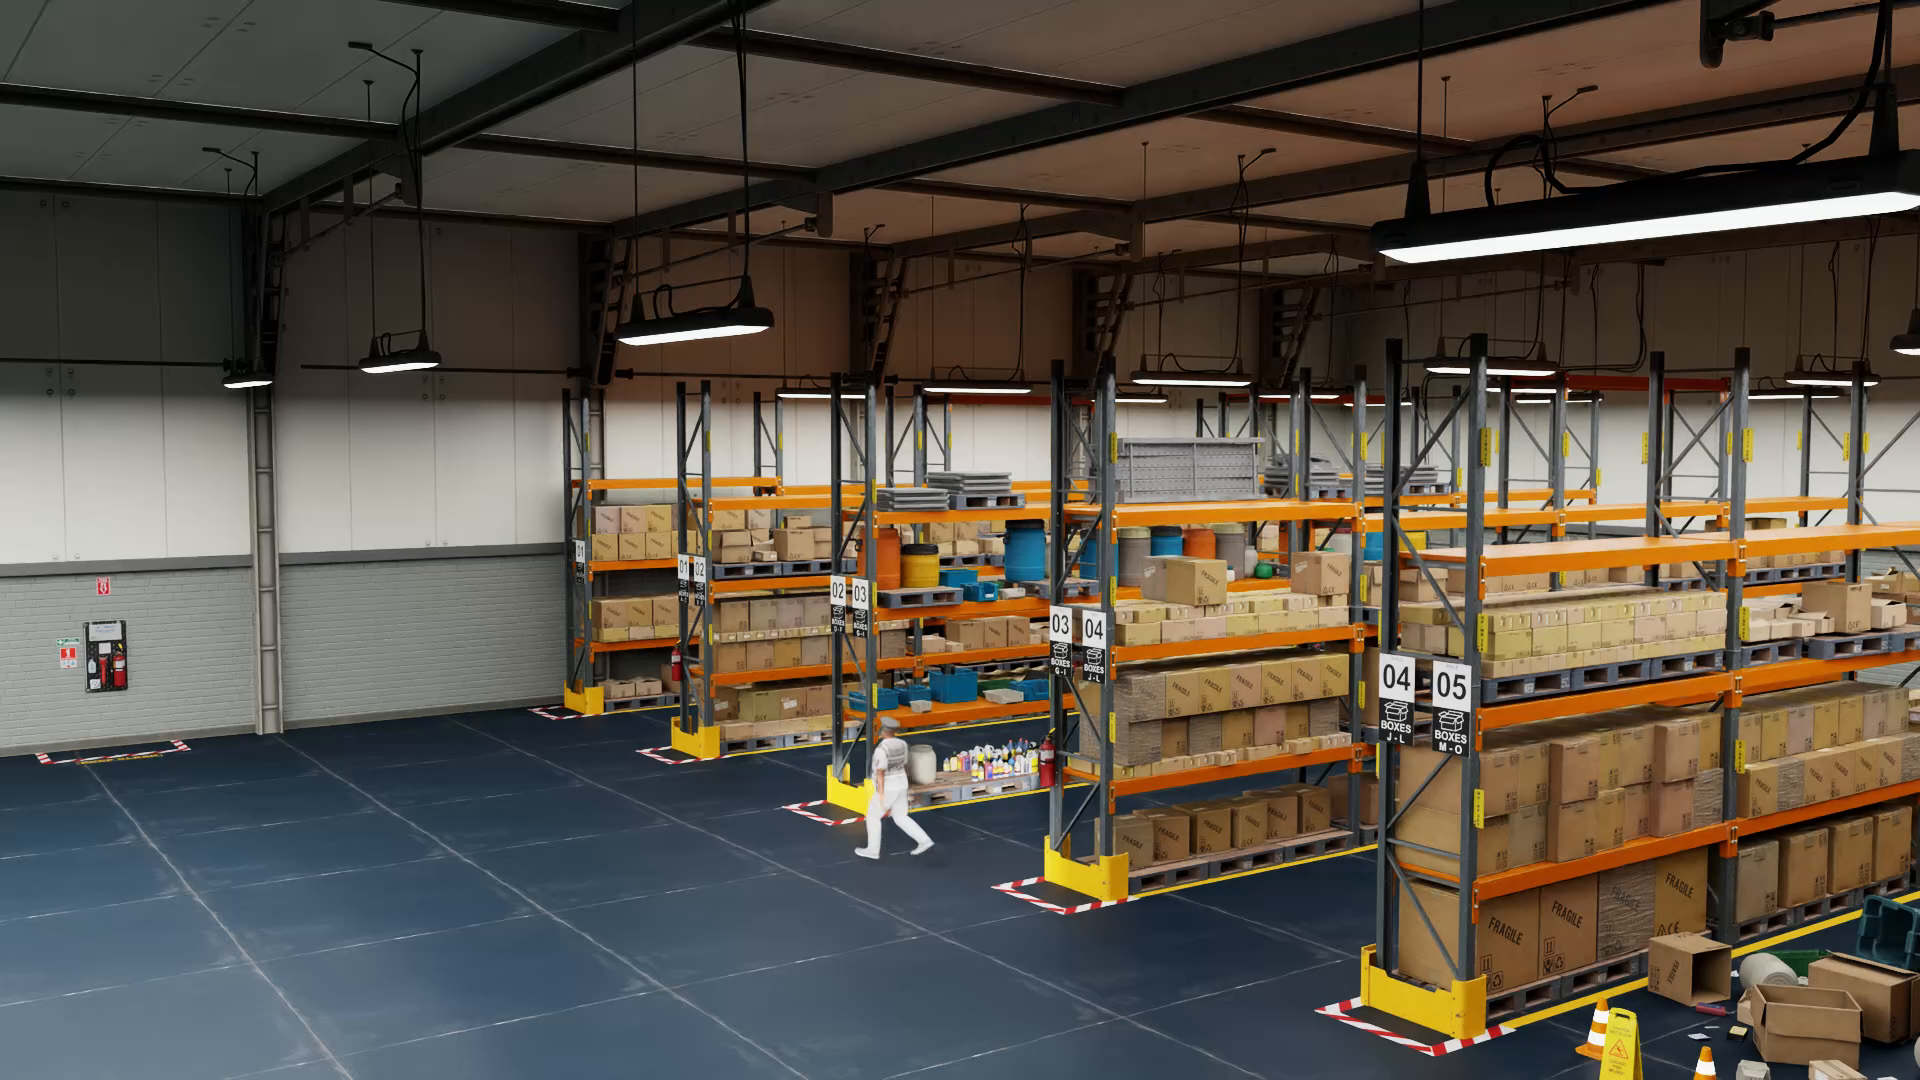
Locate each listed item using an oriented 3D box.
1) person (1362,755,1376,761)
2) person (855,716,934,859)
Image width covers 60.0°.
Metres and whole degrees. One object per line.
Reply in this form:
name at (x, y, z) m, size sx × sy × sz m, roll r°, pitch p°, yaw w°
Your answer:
person at (6.312, 2.650, 26.140) m, size 0.618 × 1.685 × 0.697 m, roll -2°, pitch 4°, yaw -26°
person at (-0.816, 2.996, 20.066) m, size 0.981 × 1.731 × 0.538 m, roll 2°, pitch 4°, yaw 29°
